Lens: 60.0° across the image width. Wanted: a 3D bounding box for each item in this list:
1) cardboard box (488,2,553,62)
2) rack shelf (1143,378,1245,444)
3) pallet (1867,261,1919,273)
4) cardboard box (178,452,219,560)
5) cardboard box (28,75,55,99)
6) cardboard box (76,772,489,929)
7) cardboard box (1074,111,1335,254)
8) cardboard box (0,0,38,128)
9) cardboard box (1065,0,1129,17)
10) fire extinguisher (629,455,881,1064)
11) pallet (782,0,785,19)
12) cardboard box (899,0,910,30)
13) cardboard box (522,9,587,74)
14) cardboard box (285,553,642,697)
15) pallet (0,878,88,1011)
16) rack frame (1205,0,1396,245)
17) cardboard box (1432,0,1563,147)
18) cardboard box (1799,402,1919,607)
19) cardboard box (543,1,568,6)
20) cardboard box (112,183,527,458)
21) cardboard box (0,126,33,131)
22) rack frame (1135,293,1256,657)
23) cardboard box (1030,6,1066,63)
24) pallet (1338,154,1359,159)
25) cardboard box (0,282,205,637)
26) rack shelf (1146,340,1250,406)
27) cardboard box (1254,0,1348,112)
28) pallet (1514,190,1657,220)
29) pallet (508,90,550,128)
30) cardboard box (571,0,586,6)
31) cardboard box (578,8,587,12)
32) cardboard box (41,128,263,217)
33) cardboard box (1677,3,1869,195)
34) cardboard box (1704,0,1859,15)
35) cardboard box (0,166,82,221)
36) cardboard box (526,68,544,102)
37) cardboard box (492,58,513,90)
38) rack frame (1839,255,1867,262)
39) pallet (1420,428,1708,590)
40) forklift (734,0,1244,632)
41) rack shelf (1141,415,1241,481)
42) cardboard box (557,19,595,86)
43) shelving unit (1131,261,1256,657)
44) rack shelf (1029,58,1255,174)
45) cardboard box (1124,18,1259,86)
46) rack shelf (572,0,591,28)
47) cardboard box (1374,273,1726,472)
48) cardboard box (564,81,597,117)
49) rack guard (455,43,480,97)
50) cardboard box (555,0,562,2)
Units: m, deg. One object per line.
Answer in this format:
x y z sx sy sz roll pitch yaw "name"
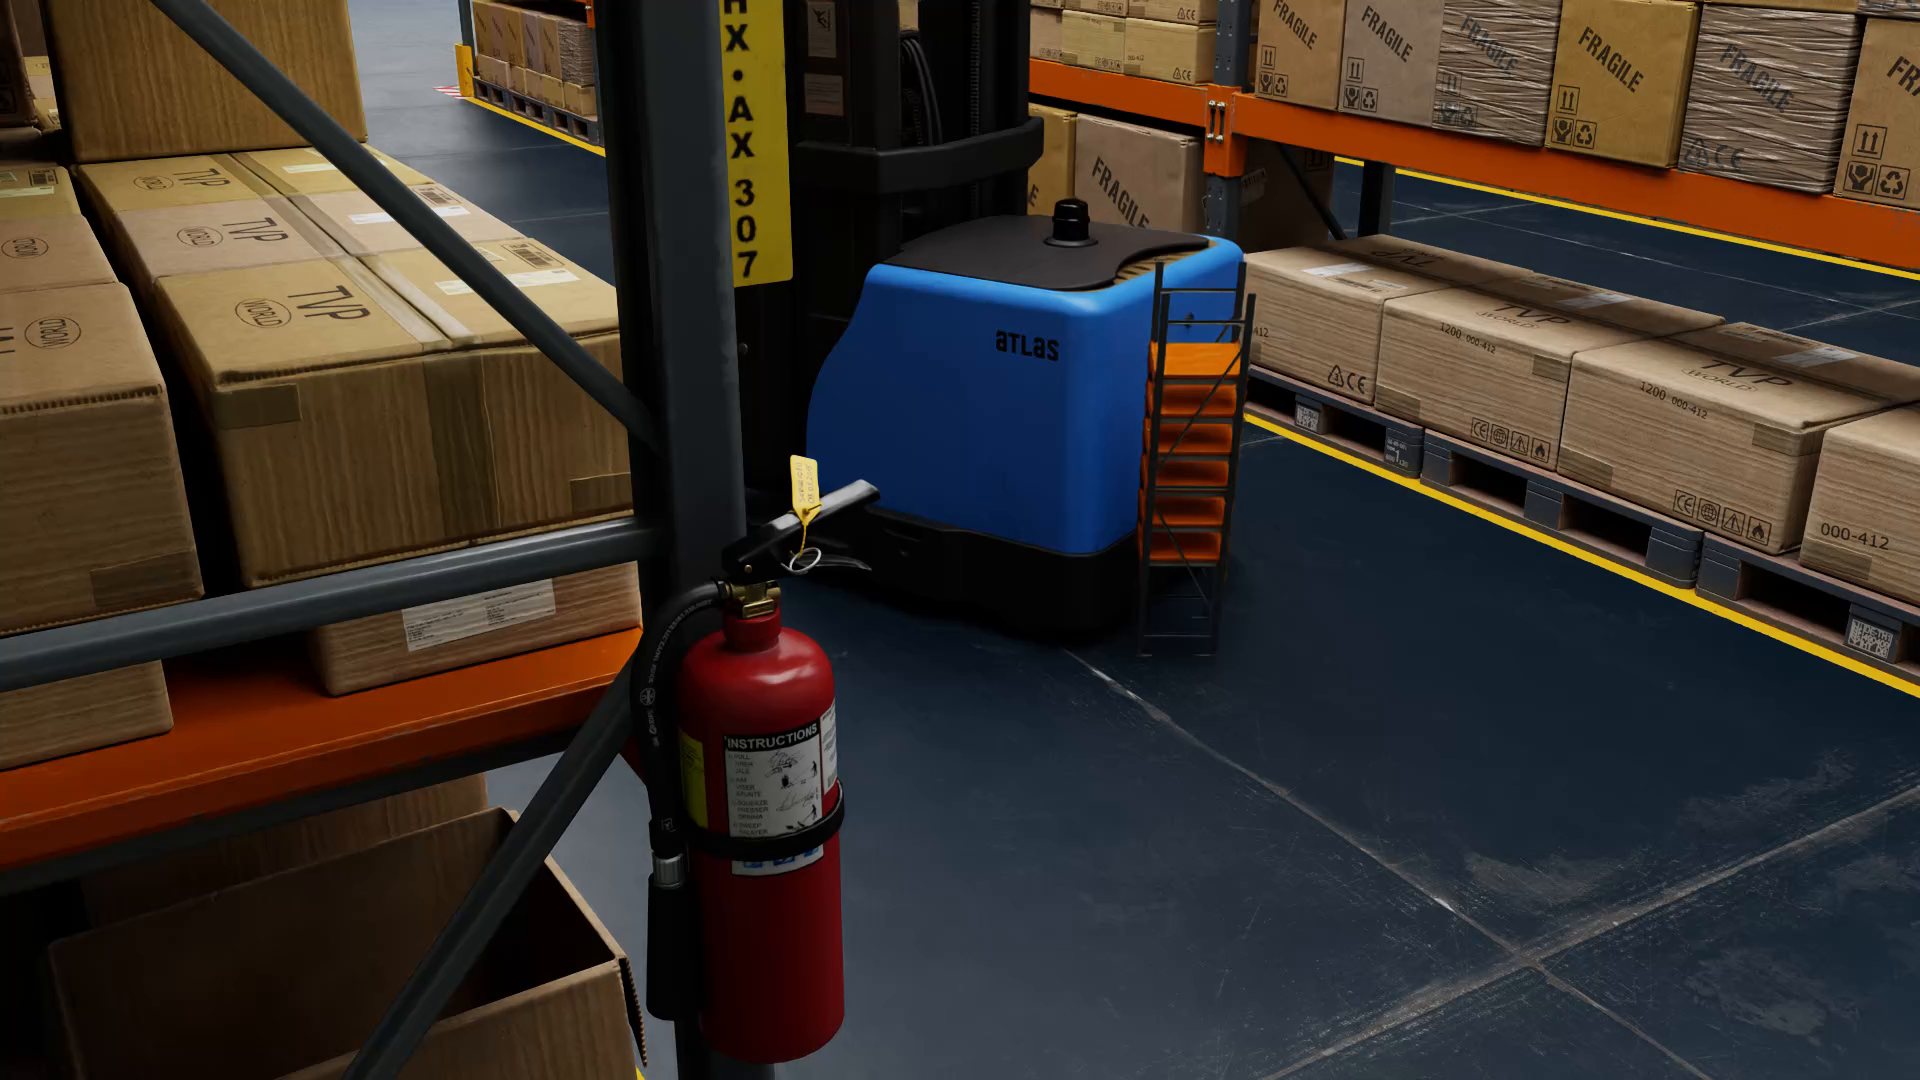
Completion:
-4.142 -4.832 15.815 0.500 0.500 0.500 -14 26 -30 "cardboard box"
0.640 -0.355 4.567 0.258 0.103 0.180 0 35 1 "rack shelf"
6.108 -1.652 9.597 1.003 0.211 1.213 -13 25 -28 "pallet"
-0.958 -0.114 2.442 0.380 0.149 0.250 -13 25 -29 "cardboard box"
-1.997 -1.005 4.105 0.500 0.250 0.500 -13 25 -28 "cardboard box"
-1.326 0.544 3.252 0.700 0.500 0.500 -11 25 -26 "cardboard box"
1.145 -1.566 7.944 0.875 0.875 0.875 -12 25 -27 "cardboard box"
-2.203 -1.097 3.334 0.500 0.500 0.500 -13 26 -30 "cardboard box"
0.834 -2.588 7.731 0.500 0.250 0.500 -12 25 -27 "cardboard box"
-0.219 0.248 1.816 0.296 0.674 0.183 -13 25 -28 "fire extinguisher"
-0.969 -3.586 10.906 1.213 0.211 1.003 -13 25 -28 "pallet"
-0.202 -3.026 9.471 0.500 0.250 0.500 -13 26 -30 "cardboard box"
-3.612 -4.497 14.990 0.500 0.500 0.500 -11 25 -25 "cardboard box"
-0.624 0.038 2.068 0.380 0.149 0.250 -13 25 -29 "cardboard box"
-1.758 0.696 3.820 1.003 0.211 1.213 -13 25 -28 "pallet"
1.530 -2.170 7.167 1.000 3.000 0.127 -13 25 -28 "rack frame"
2.047 -1.688 5.848 0.500 0.500 0.500 -12 25 -28 "cardboard box"
3.150 -0.077 4.863 0.875 0.438 0.875 -14 26 -30 "cardboard box"
-3.697 -4.945 16.093 0.500 0.500 0.500 -12 25 -26 "cardboard box"
-0.950 -0.349 2.492 0.500 0.250 0.500 -12 25 -28 "cardboard box"
-2.190 -0.742 3.457 0.500 0.250 0.500 -12 25 -27 "cardboard box"
0.640 -0.142 4.605 0.240 1.200 0.006 0 35 1 "rack frame"
0.584 -2.529 8.250 0.500 0.250 0.500 -13 26 -30 "cardboard box"
3.353 -3.428 13.964 1.003 0.211 1.213 -13 25 -28 "pallet"
-1.155 -0.085 1.842 0.500 0.250 0.500 -12 25 -27 "cardboard box"
0.640 -0.452 4.497 0.258 0.103 0.180 0 35 1 "rack shelf"
1.545 -2.014 6.650 0.500 0.500 0.500 -12 25 -27 "cardboard box"
4.708 -2.510 11.707 1.003 0.211 1.213 -13 25 -28 "pallet"
-3.557 -4.074 15.554 1.003 0.211 1.213 -13 25 -28 "pallet"
-3.462 -5.141 15.711 0.380 0.149 0.250 -11 25 -26 "cardboard box"
-3.173 -4.610 15.268 0.500 0.500 0.500 -11 25 -25 "cardboard box"
-1.491 -0.674 3.291 0.500 0.250 0.500 -13 26 -30 "cardboard box"
2.585 -1.357 5.033 0.500 0.500 0.500 -12 25 -27 "cardboard box"
2.580 -1.819 4.843 0.500 0.500 0.500 -13 25 -29 "cardboard box"
-1.666 -0.414 2.650 0.500 0.250 0.500 -12 25 -27 "cardboard box"
-3.626 -4.156 15.147 0.500 0.250 0.500 -12 25 -27 "cardboard box"
-4.171 -4.494 15.979 0.500 0.250 0.500 -12 25 -26 "cardboard box"
5.734 -3.155 9.590 1.000 3.000 0.127 -13 25 -28 "rack frame"
2.479 -0.222 6.077 1.003 0.211 1.213 -13 25 -28 "pallet"
-0.581 -1.491 5.586 3.031 2.935 1.130 14 26 31 "forklift"
0.641 -0.257 4.636 0.258 0.103 0.180 0 35 1 "rack shelf"
-3.089 -4.168 14.180 0.500 0.500 0.500 -13 25 -29 "cardboard box"
0.641 -0.195 4.680 0.258 1.200 0.189 0 35 1 "shelving unit"
0.509 -2.484 8.895 1.077 0.370 4.000 -13 25 -28 "rack shelf"
1.084 -2.197 7.433 0.500 0.250 0.500 -13 26 -29 "cardboard box"
-3.578 -5.074 15.266 1.077 0.370 4.000 -13 25 -28 "rack shelf"
2.216 -0.664 6.307 0.875 0.438 0.875 -13 26 -30 "cardboard box"
-3.089 -3.820 14.320 0.500 0.250 0.500 -11 25 -26 "cardboard box"
-4.561 -4.872 17.134 1.175 0.500 0.348 -13 25 -28 "rack guard"
-3.721 -5.308 16.124 0.380 0.149 0.250 -12 25 -27 "cardboard box"
